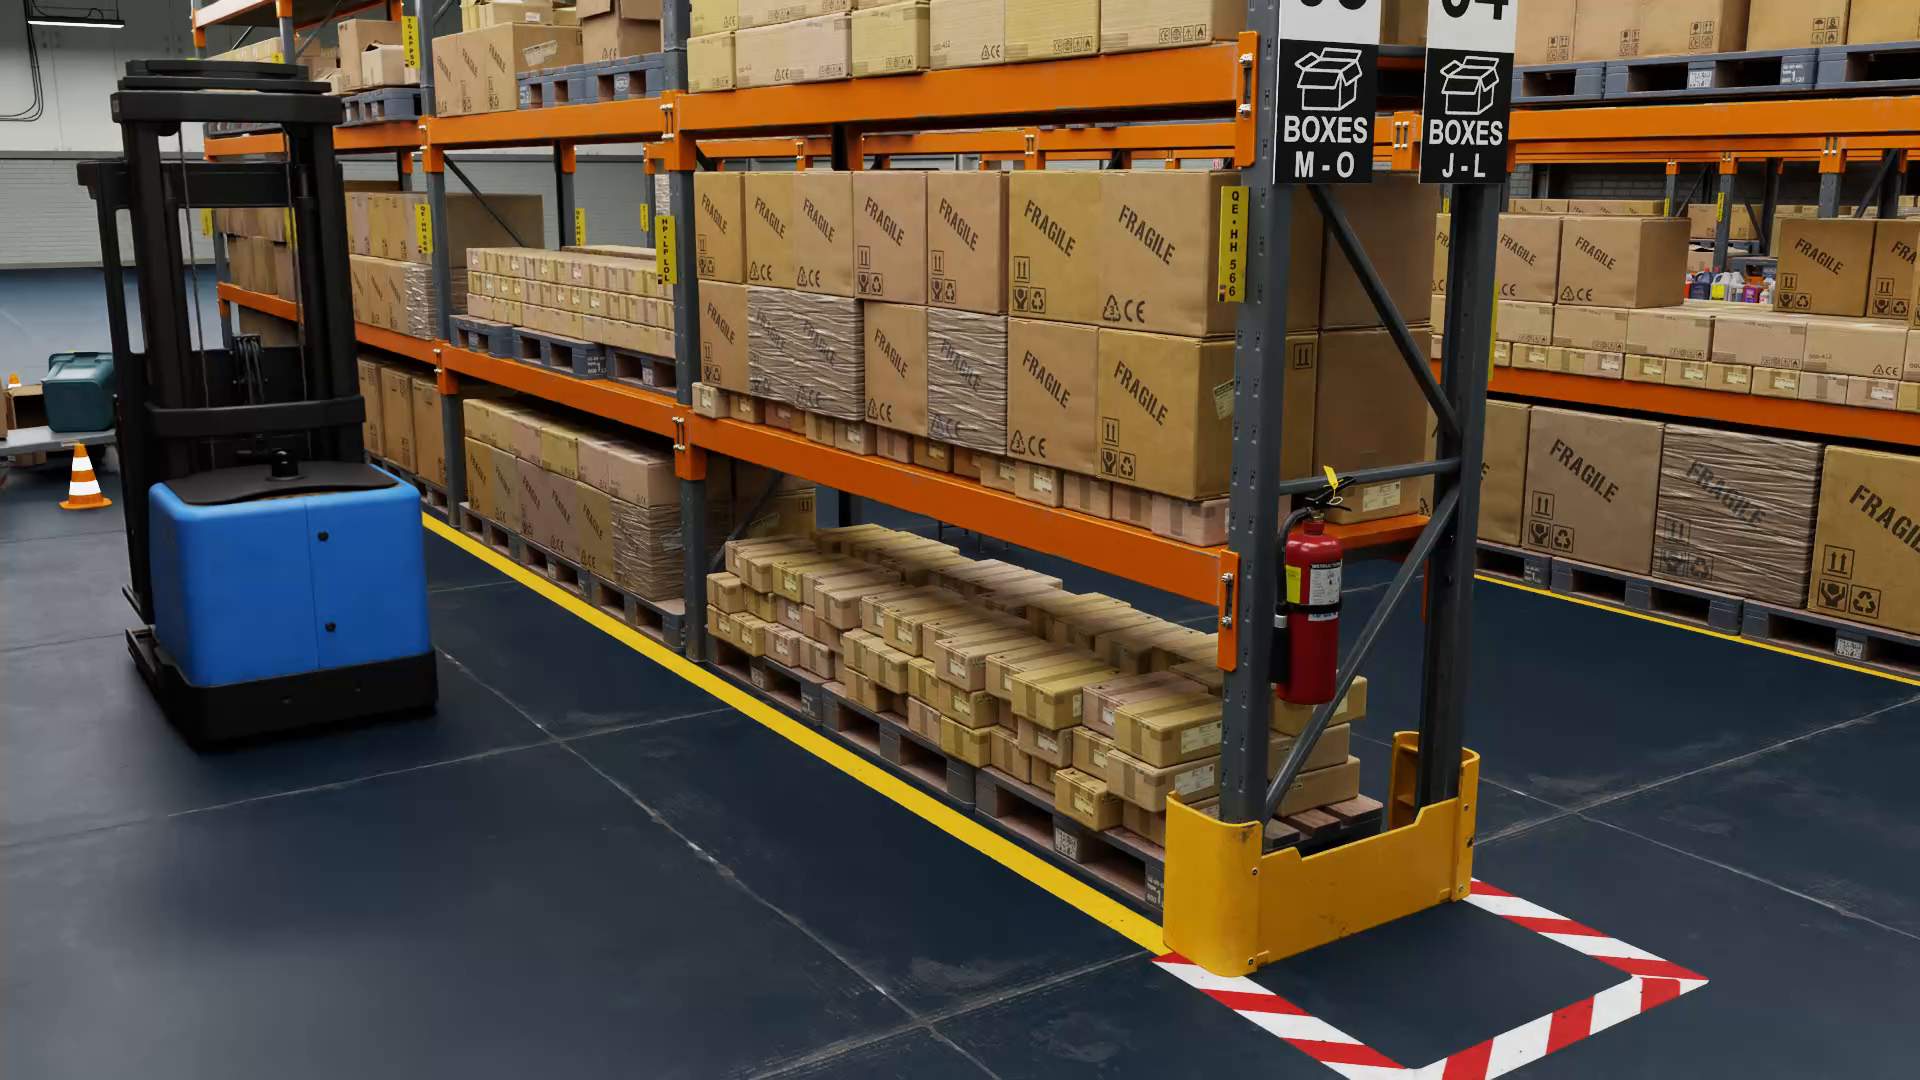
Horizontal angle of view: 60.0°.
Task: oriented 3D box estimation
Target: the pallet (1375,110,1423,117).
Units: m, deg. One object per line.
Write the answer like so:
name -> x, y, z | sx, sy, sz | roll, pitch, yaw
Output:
pallet -> 2.676, -2.999, 11.479 | 0.805, 0.209, 1.217 | -9, 15, -35

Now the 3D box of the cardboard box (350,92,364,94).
cardboard box -> -4.532, -3.619, 12.966 | 0.396, 0.266, 0.258 | -8, 15, -33

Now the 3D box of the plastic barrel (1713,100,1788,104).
plastic barrel -> 6.674, -3.956, 13.988 | 0.600, 0.588, 0.600 | 0, 12, 0

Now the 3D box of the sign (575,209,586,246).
sign -> -2.730, -2.205, 11.897 | 0.100, 0.325, 0.005 | -8, 15, -33

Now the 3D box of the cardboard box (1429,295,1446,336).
cardboard box -> 3.267, -1.427, 10.520 | 0.500, 0.250, 0.500 | -8, 15, -34

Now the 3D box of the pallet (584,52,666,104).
pallet -> -1.213, -2.396, 8.717 | 1.213, 0.211, 1.003 | -8, 15, -33

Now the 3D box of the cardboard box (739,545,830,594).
cardboard box -> -0.838, 0.138, 8.005 | 0.380, 0.149, 0.250 | -7, 14, -30

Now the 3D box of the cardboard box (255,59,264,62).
cardboard box -> -6.159, -4.262, 15.245 | 0.500, 0.250, 0.500 | -8, 15, -33

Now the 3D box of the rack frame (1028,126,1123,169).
rack frame -> 1.009, -2.181, 14.313 | 1.000, 3.000, 0.127 | -8, 15, -33

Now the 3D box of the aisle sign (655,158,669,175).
aisle sign -> -3.708, -4.849, 20.430 | 0.394, 0.787, 0.004 | -8, 15, -33

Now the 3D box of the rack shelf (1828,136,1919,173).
rack shelf -> 8.456, -2.814, 11.871 | 1.077, 0.370, 4.000 | -8, 15, -33

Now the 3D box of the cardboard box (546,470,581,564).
cardboard box -> -2.144, -0.169, 9.982 | 0.500, 0.500, 0.500 | -8, 15, -34

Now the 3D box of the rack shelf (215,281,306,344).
rack shelf -> -6.501, -2.327, 16.667 | 1.077, 0.370, 4.000 | -8, 15, -33

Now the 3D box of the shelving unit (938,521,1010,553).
shelving unit -> 0.092, -0.557, 11.099 | 0.258, 1.200, 0.503 | -8, 15, -33

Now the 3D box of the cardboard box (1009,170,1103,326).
cardboard box -> 0.515, -1.014, 5.705 | 0.500, 0.500, 0.500 | -9, 15, -35

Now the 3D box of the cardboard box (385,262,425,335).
cardboard box -> -3.925, -1.798, 12.327 | 0.500, 0.500, 0.500 | -8, 15, -33

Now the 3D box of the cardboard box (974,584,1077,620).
cardboard box -> 0.284, 0.309, 7.223 | 0.380, 0.149, 0.250 | -8, 15, -33

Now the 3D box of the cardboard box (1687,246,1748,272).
cardboard box -> 9.093, -3.379, 20.001 | 0.500, 0.311, 0.500 | -7, 14, -29

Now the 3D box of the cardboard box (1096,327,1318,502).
cardboard box -> 0.793, -0.433, 5.388 | 0.500, 0.500, 0.500 | -8, 15, -32

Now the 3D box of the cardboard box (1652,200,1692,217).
cardboard box -> 11.077, -5.062, 26.038 | 0.500, 0.500, 0.500 | -9, 15, -34

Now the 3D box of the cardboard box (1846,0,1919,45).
cardboard box -> 4.897, -2.727, 8.337 | 0.700, 0.500, 0.500 | -9, 15, -35

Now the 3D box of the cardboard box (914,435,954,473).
cardboard box -> 0.039, -0.376, 6.646 | 0.380, 0.149, 0.250 | -8, 15, -32

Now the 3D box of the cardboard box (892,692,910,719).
cardboard box -> -0.064, 0.654, 7.042 | 0.380, 0.149, 0.250 | -8, 14, -31

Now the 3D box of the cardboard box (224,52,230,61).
cardboard box -> -6.985, -4.697, 16.304 | 0.380, 0.149, 0.250 | -8, 15, -33

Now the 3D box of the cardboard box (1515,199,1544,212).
cardboard box -> 9.508, -5.363, 27.414 | 0.500, 0.500, 0.500 | -9, 15, -35

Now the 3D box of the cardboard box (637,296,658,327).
cardboard box -> -1.492, -1.222, 8.838 | 0.380, 0.149, 0.250 | -8, 15, -32

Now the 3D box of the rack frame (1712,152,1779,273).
rack frame -> 9.258, -3.353, 19.672 | 1.000, 3.000, 0.127 | -8, 15, -33

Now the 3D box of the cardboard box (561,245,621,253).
cardboard box -> -2.523, -1.952, 11.479 | 0.380, 0.149, 0.250 | -9, 15, -35

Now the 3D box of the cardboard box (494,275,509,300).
cardboard box -> -2.773, -1.635, 10.724 | 0.380, 0.149, 0.250 | -9, 15, -35

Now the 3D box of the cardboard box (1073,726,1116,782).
cardboard box -> 0.626, 0.740, 5.949 | 0.380, 0.149, 0.250 | -9, 15, -34

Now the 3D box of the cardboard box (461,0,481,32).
cardboard box -> -2.896, -3.304, 10.400 | 0.396, 0.266, 0.258 | -8, 15, -33

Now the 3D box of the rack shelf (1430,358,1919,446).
rack shelf -> 4.333, -0.762, 9.510 | 1.077, 0.370, 4.000 | -8, 15, -33

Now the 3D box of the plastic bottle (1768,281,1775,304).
plastic bottle -> 6.861, -2.027, 13.900 | 0.152, 0.276, 0.135 | -8, 15, -33

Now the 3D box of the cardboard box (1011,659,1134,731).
cardboard box -> 0.411, 0.561, 6.071 | 0.380, 0.149, 0.250 | -8, 15, -34

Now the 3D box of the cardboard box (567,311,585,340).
cardboard box -> -2.069, -1.261, 9.713 | 0.380, 0.149, 0.250 | -7, 14, -30

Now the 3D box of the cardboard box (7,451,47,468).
cardboard box -> -8.122, -0.783, 14.319 | 0.396, 0.266, 0.258 | 4, 13, 16

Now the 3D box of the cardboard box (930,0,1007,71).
cardboard box -> 0.231, -1.810, 5.948 | 0.500, 0.250, 0.500 | -7, 14, -30

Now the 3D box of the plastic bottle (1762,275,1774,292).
plastic bottle -> 7.165, -2.209, 14.744 | 0.097, 0.271, 0.097 | 0, 12, 0

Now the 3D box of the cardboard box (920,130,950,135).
cardboard box -> -0.021, -3.805, 15.069 | 0.500, 0.250, 0.500 | -8, 14, -31

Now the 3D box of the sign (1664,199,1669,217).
sign -> 10.716, -5.008, 25.217 | 0.100, 0.325, 0.005 | -8, 15, -33

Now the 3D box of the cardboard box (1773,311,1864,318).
cardboard box -> 4.831, -1.129, 9.157 | 0.500, 0.250, 0.500 | -9, 15, -35

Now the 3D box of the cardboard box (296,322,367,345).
cardboard box -> -5.683, -1.610, 15.695 | 0.875, 0.875, 0.875 | -8, 15, -32

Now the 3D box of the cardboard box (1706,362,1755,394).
cardboard box -> 4.258, -0.887, 8.986 | 0.380, 0.149, 0.250 | -8, 15, -33

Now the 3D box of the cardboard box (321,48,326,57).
cardboard box -> -5.878, -4.595, 15.838 | 0.380, 0.149, 0.250 | -8, 15, -32

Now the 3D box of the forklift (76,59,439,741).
forklift -> -3.631, -0.827, 8.284 | 1.130, 2.935, 3.031 | -8, 15, -32

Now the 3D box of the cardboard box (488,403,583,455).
cardboard box -> -2.715, -0.721, 10.749 | 0.500, 0.250, 0.500 | -8, 15, -33

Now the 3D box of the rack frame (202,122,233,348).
rack frame -> -7.609, -3.035, 18.217 | 1.000, 3.000, 0.127 | -8, 15, -33

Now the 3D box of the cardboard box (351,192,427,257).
cardboard box -> -4.546, -2.592, 13.617 | 0.700, 0.500, 0.500 | -8, 15, -32

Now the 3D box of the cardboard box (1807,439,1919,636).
cardboard box -> 5.020, -0.030, 8.466 | 0.875, 0.875, 0.875 | -8, 15, -33

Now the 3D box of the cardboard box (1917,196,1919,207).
cardboard box -> 13.163, -4.578, 22.494 | 0.380, 0.149, 0.250 | -11, 16, -40

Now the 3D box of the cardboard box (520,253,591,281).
cardboard box -> -2.500, -1.693, 10.295 | 0.380, 0.149, 0.250 | -7, 14, -30

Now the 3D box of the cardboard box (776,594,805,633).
cardboard box -> -0.646, 0.318, 7.882 | 0.380, 0.149, 0.250 | -8, 15, -33

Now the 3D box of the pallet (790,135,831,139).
pallet -> -0.954, -4.143, 16.706 | 1.213, 0.211, 1.003 | -8, 15, -33

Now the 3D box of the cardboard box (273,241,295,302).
cardboard box -> -5.930, -2.556, 15.676 | 0.875, 0.550, 0.550 | -8, 15, -33
